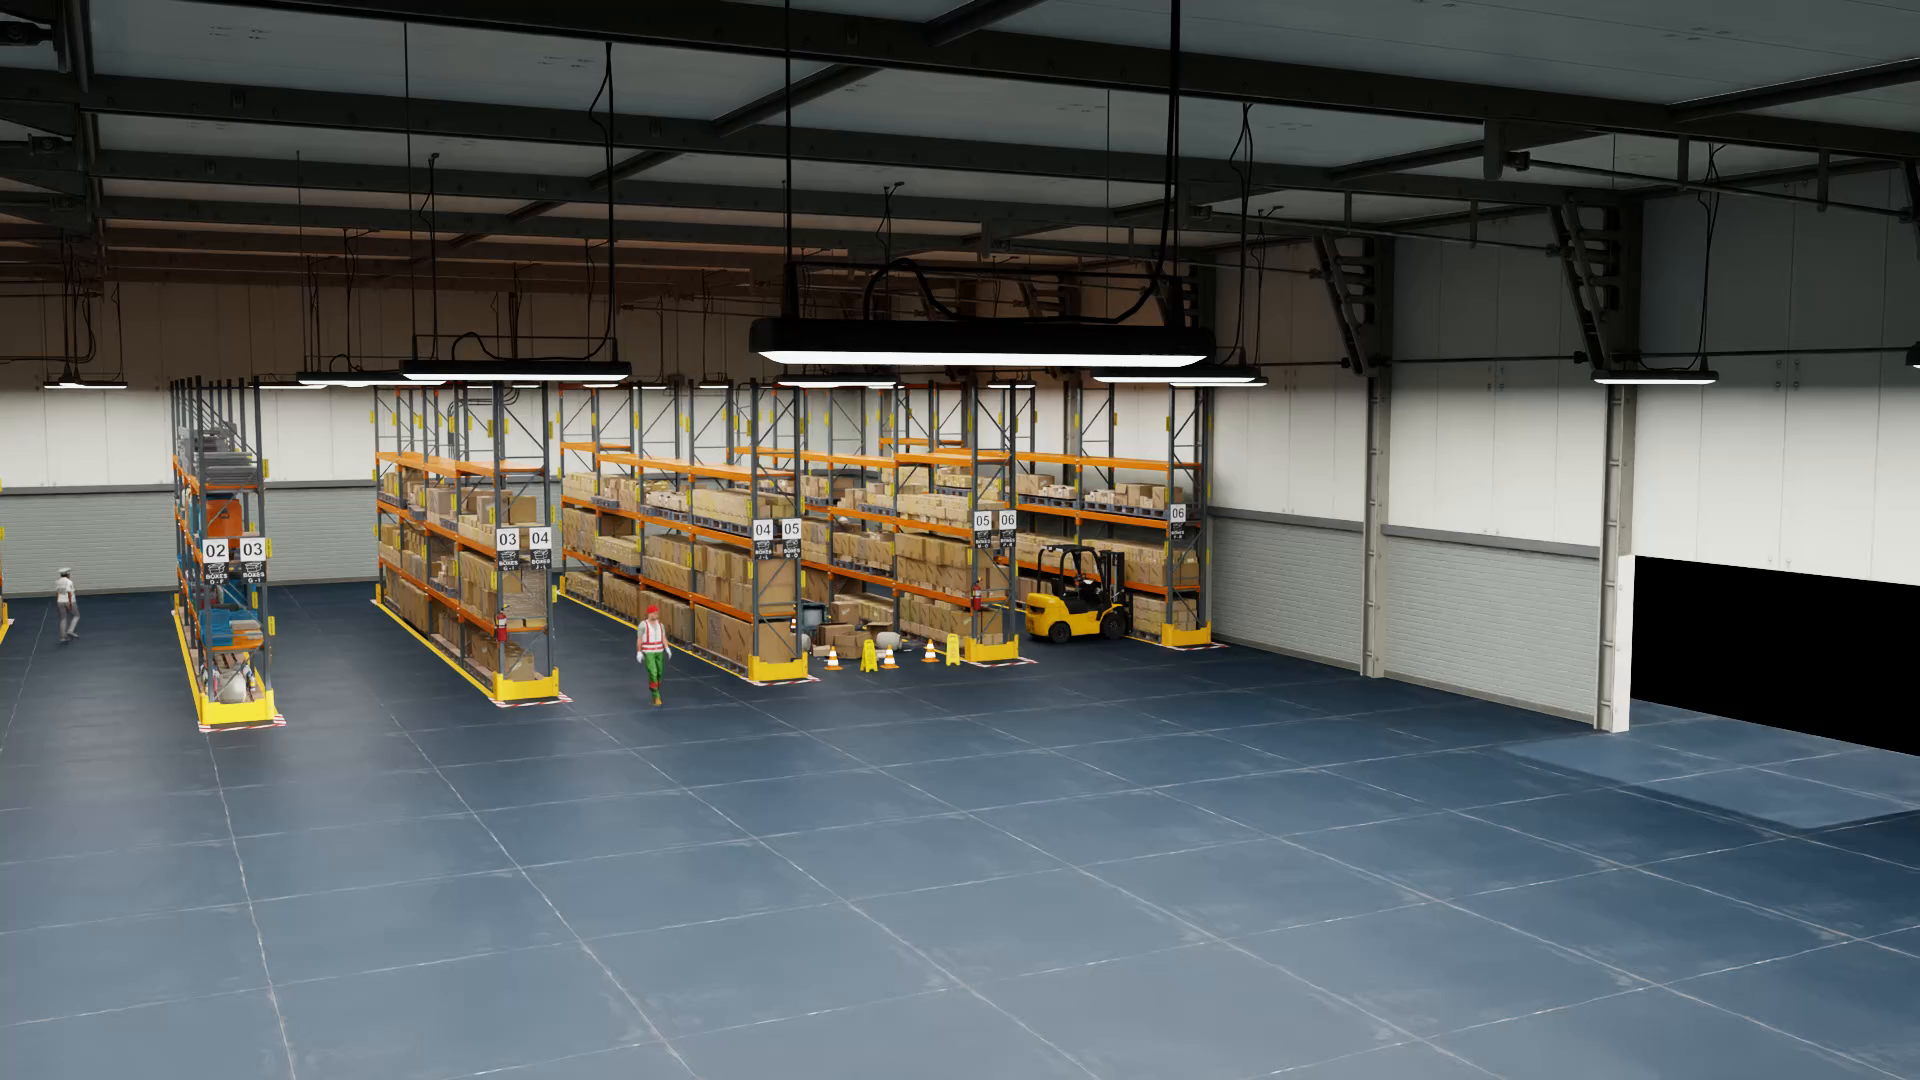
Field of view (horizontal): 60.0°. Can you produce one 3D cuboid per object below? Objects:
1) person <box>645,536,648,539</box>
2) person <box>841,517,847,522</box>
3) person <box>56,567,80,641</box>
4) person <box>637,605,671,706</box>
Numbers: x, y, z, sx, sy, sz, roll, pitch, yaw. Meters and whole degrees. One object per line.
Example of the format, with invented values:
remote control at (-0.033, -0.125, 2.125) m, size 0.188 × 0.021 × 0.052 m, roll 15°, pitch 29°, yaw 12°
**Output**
person at (-8.991, 0.680, 47.686) m, size 0.484 × 1.598 × 0.367 m, roll -3°, pitch 6°, yaw -28°
person at (-3.720, 0.130, 53.003) m, size 0.596 × 1.754 × 0.927 m, roll 5°, pitch 7°, yaw 43°
person at (-20.578, 1.476, 38.297) m, size 0.485 × 1.663 × 0.482 m, roll -1°, pitch 5°, yaw -6°
person at (-5.581, 2.119, 30.627) m, size 0.563 × 1.805 × 0.670 m, roll -4°, pitch 7°, yaw -41°
